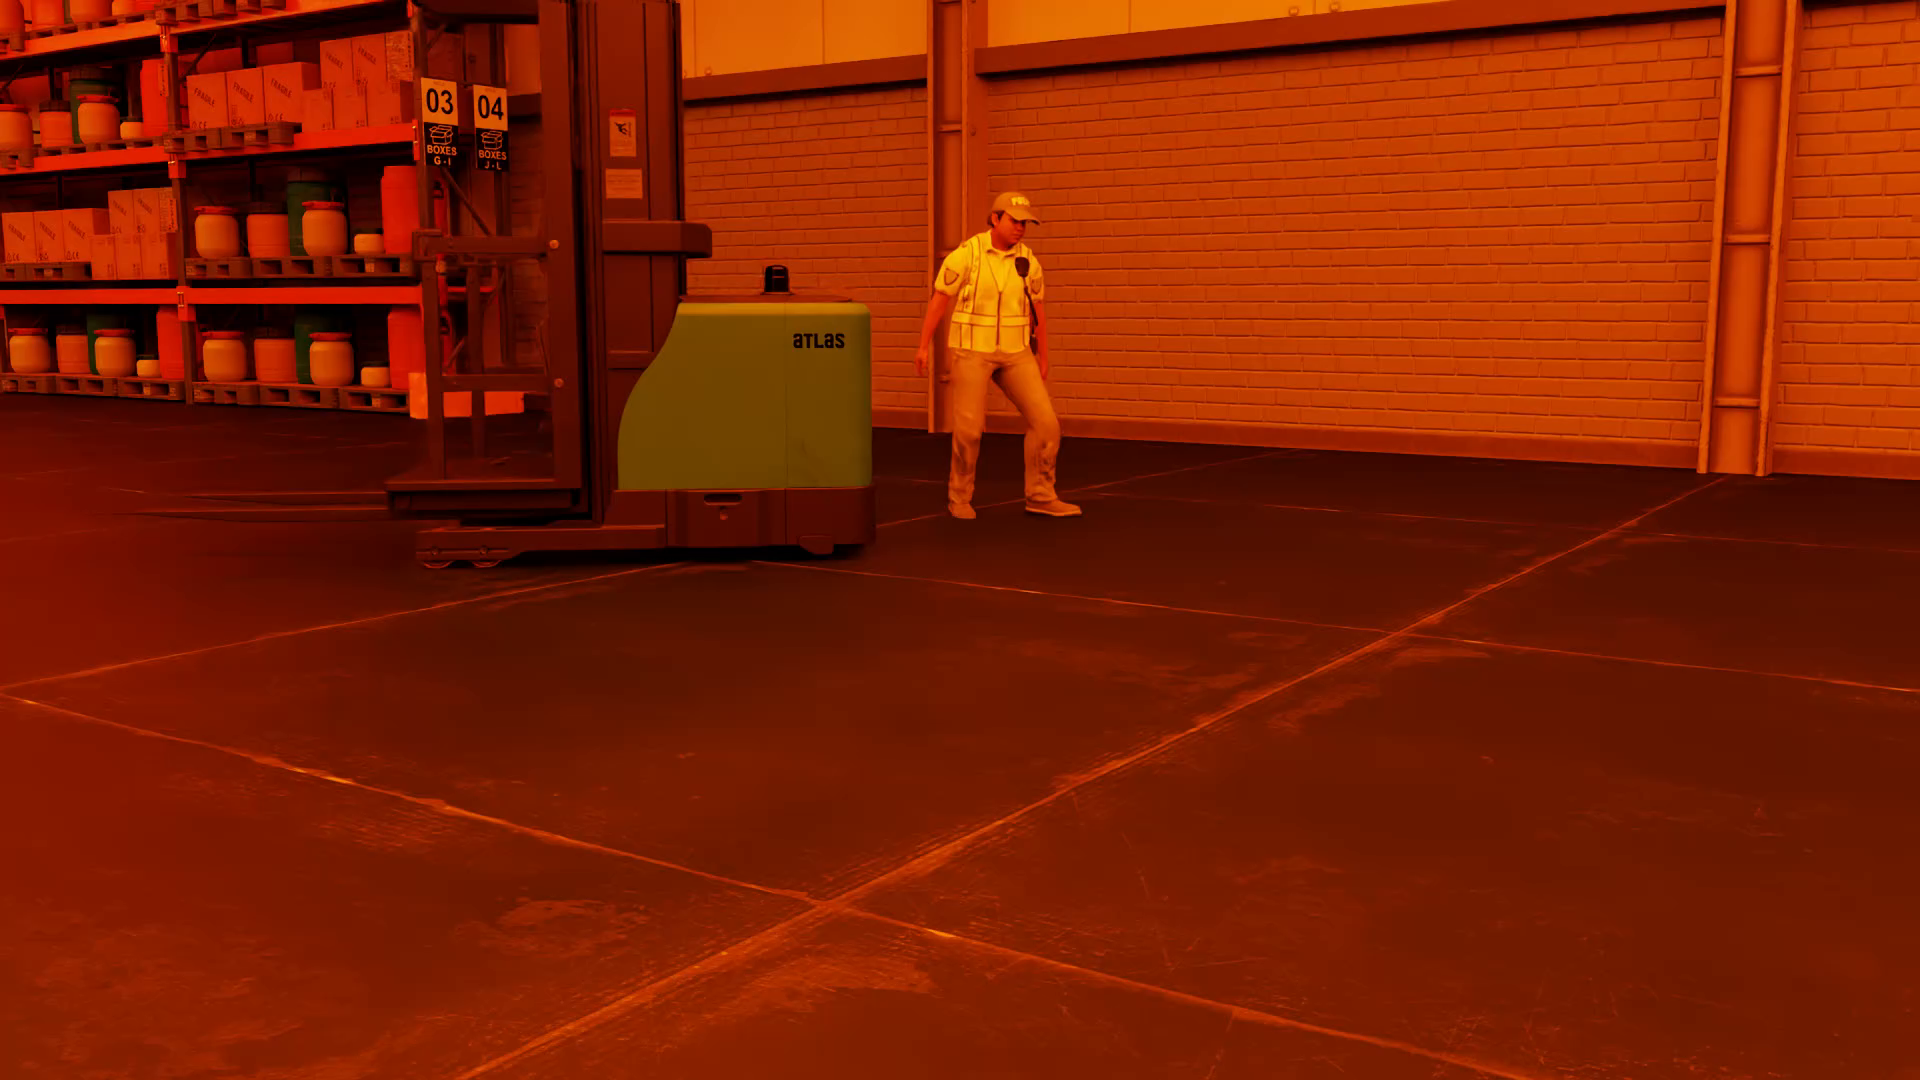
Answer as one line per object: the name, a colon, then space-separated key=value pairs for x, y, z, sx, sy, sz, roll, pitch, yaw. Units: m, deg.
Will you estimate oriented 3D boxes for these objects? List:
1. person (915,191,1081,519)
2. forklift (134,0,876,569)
person: x=0.196 y=-0.909 z=8.332 sx=0.830 sy=1.639 sz=0.473 roll=-2 pitch=8 yaw=-12
forklift: x=-1.912 y=-1.412 z=7.122 sx=3.031 sy=2.935 sz=1.130 roll=-1 pitch=8 yaw=-6
